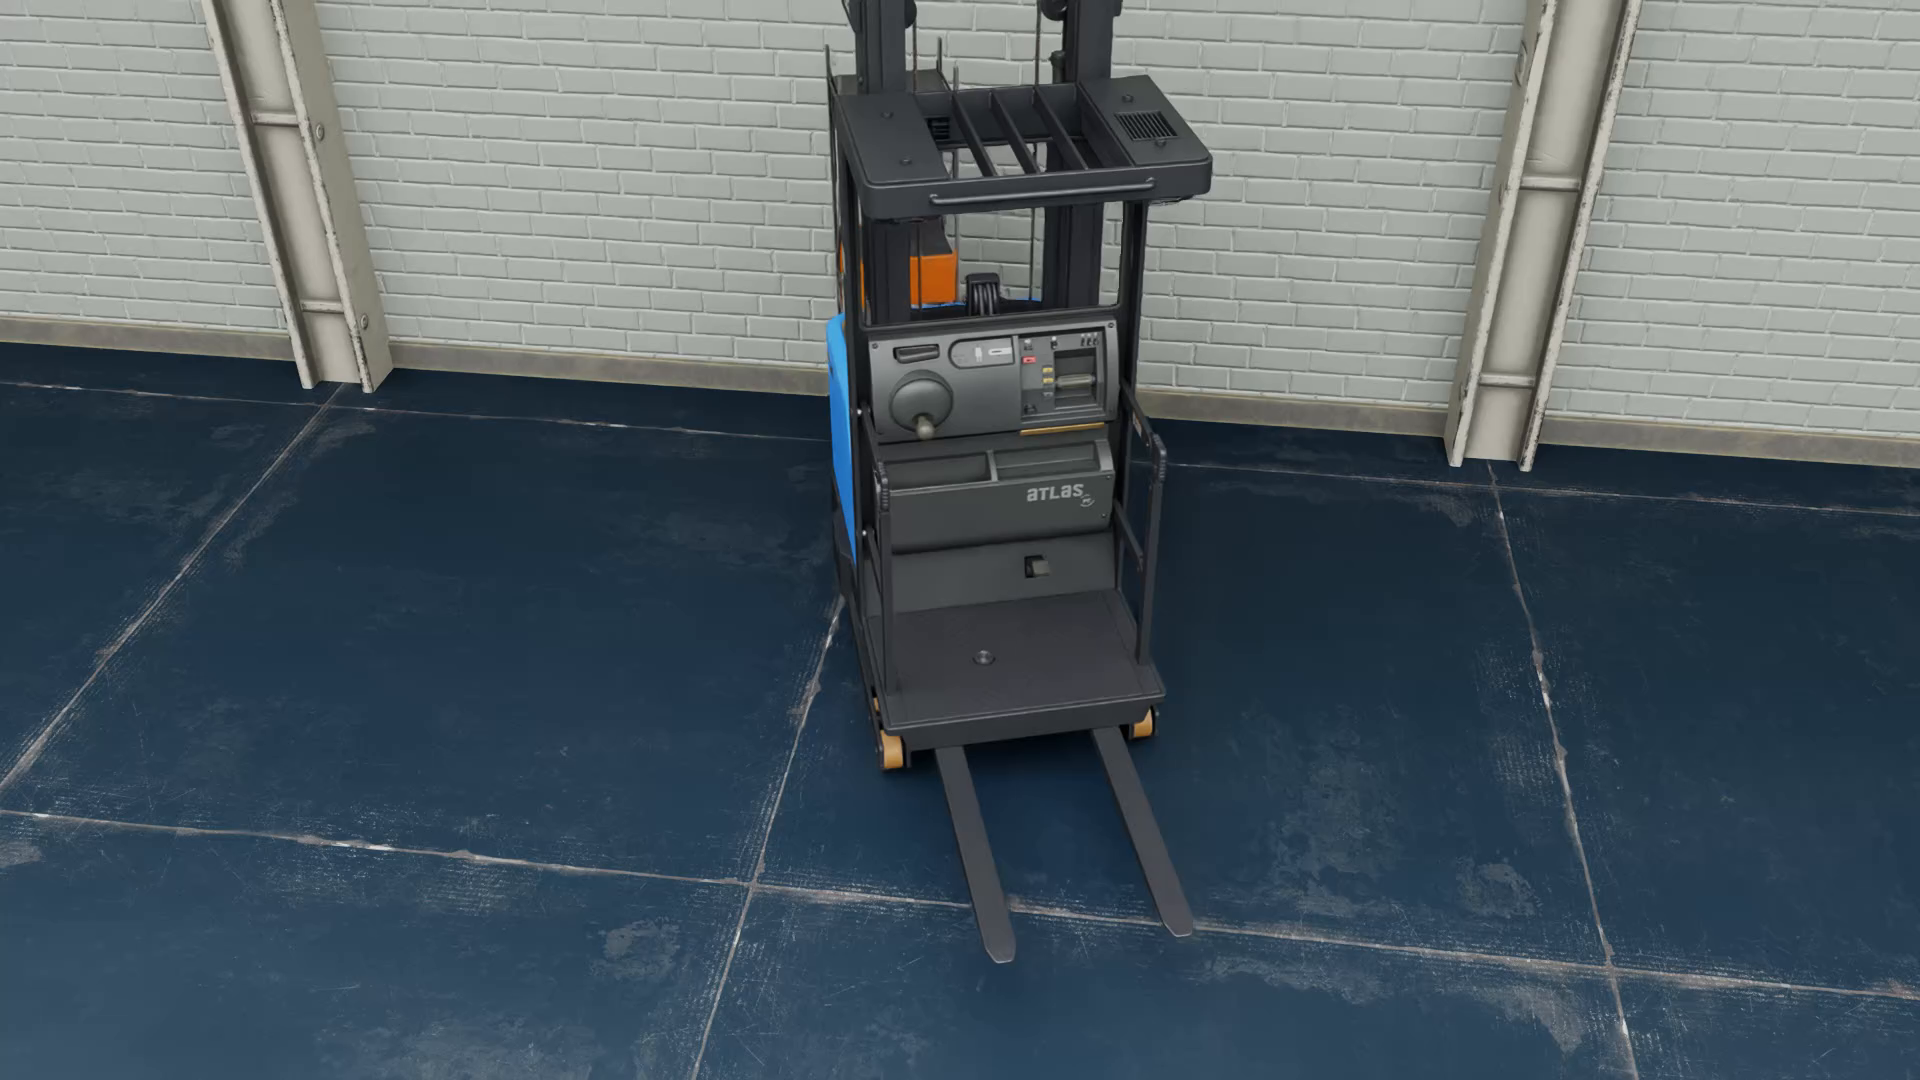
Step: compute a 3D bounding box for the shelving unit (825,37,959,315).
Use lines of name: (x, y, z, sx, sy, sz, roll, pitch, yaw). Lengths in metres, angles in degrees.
shelving unit: (-0.291, -1.177, 7.592, 0.503, 2.100, 0.431, -7, 36, -9)

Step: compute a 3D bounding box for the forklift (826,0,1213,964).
forklift: (0.171, -0.529, 5.968, 1.130, 2.935, 3.031, -6, 36, -8)

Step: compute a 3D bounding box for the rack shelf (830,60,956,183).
rack shelf: (-0.291, -1.736, 7.193, 0.480, 0.518, 0.431, -7, 36, -9)

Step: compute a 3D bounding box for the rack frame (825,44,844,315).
rack frame: (-0.531, -1.150, 7.553, 0.015, 2.100, 0.400, -7, 36, -9)

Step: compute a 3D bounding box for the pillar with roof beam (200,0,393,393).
pillar with roof beam: (-3.850, -2.069, 2.903, 0.400, 9.000, 9.100, 4, 36, 6)

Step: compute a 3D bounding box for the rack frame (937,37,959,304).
rack frame: (-0.052, -1.205, 7.631, 0.015, 2.100, 0.400, -7, 36, -9)

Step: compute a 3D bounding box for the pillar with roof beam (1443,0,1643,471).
pillar with roof beam: (2.101, -1.625, 2.281, 0.400, 9.000, 9.100, 4, 36, 6)

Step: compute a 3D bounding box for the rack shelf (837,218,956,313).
rack shelf: (-0.291, -1.166, 7.600, 0.480, 0.518, 0.431, -7, 36, -9)
